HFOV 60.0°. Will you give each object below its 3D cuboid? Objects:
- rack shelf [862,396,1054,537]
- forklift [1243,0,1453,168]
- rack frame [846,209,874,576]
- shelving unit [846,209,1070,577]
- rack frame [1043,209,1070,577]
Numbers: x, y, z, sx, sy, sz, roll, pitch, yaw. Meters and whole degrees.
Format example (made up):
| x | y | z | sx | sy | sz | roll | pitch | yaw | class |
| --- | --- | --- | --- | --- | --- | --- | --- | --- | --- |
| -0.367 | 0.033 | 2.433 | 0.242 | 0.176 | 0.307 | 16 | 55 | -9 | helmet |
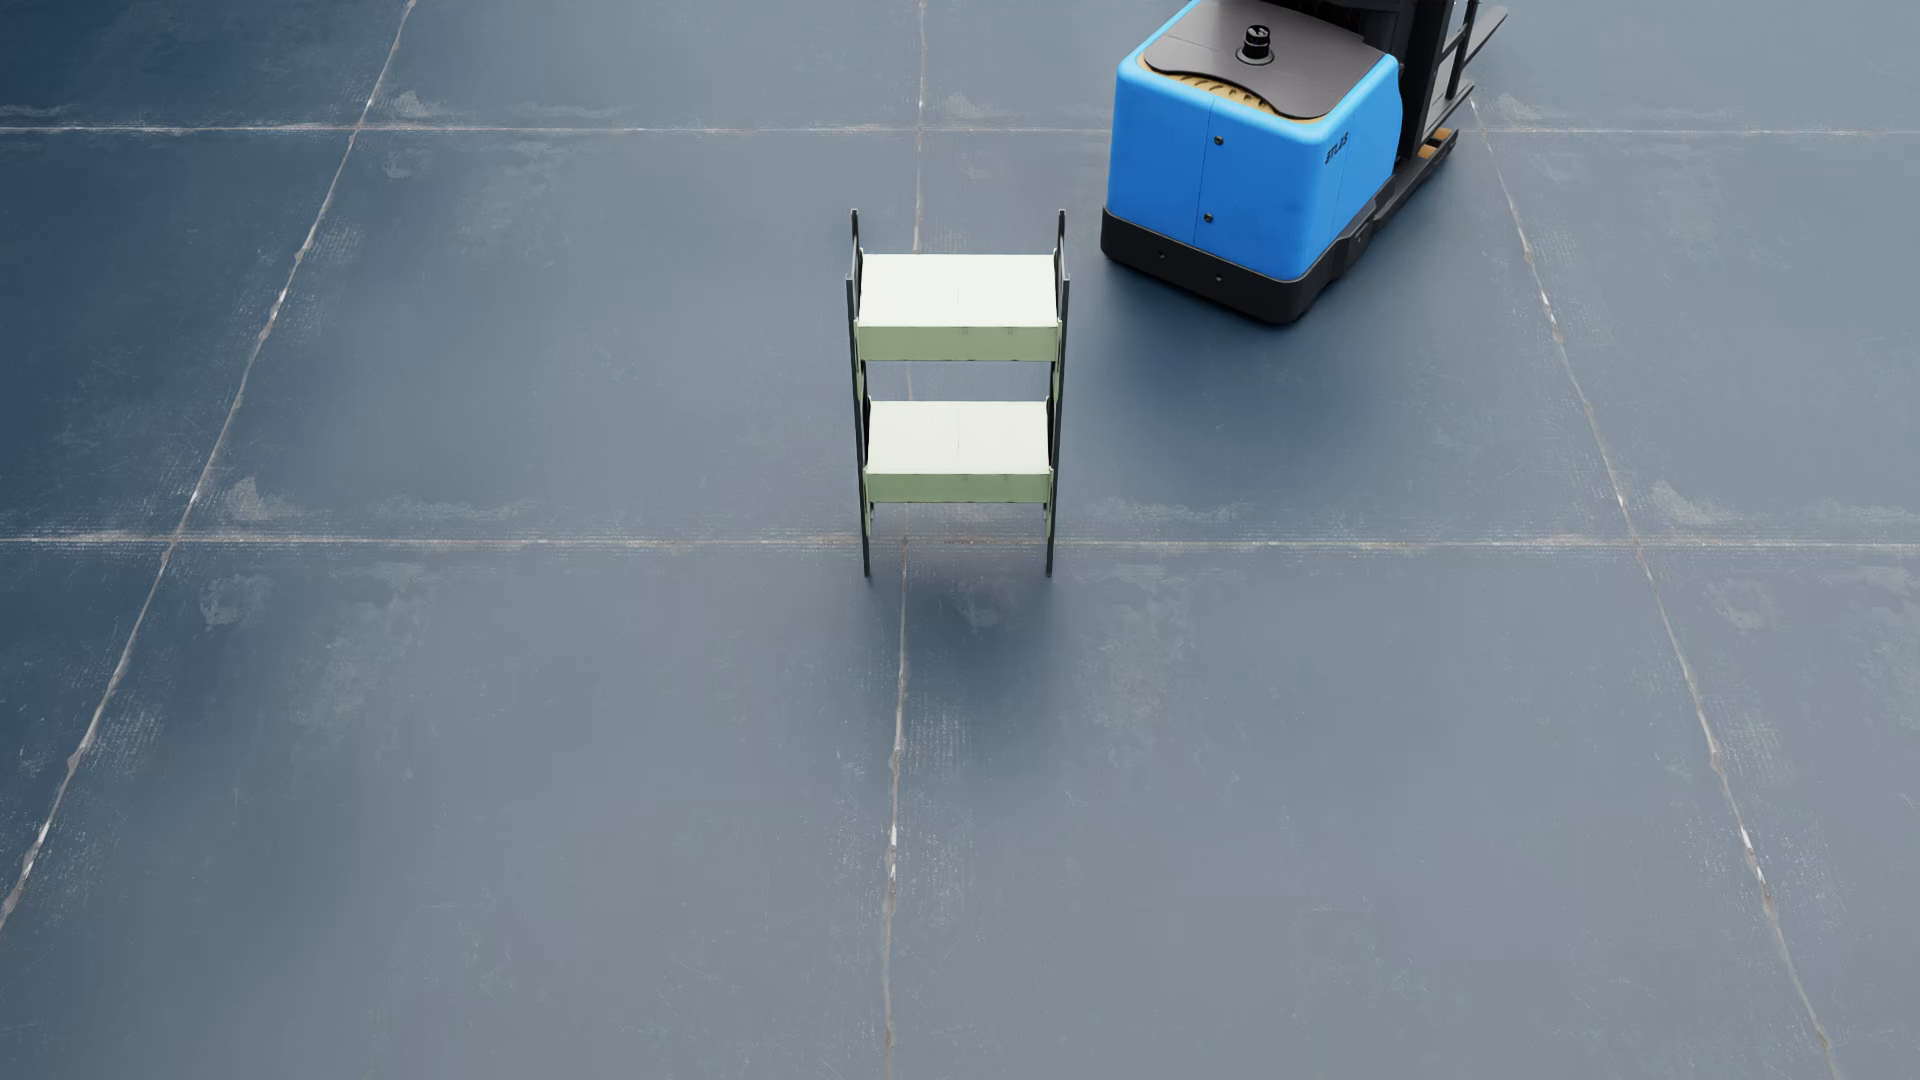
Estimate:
| x | y | z | sx | sy | sz | roll | pitch | yaw | class |
| --- | --- | --- | --- | --- | --- | --- | --- | --- | --- |
| 14.704 | -0.157 | 6.561 | 30.141 | 0.609 | 6.000 | 0 | 47 | 0 | rack shelf |
| 20.382 | -4.576 | 4.935 | 32.329 | 9.011 | 22.583 | 27 | 53 | 23 | forklift |
| -0.373 | -0.512 | 6.283 | 0.023 | 1.500 | 0.400 | 0 | 47 | 0 | rack frame |
| 14.695 | -0.461 | 6.235 | 30.159 | 1.500 | 6.000 | 0 | 47 | 0 | shelving unit |
| 0.359 | -0.510 | 6.281 | 0.023 | 1.500 | 0.400 | 0 | 47 | 0 | rack frame |
